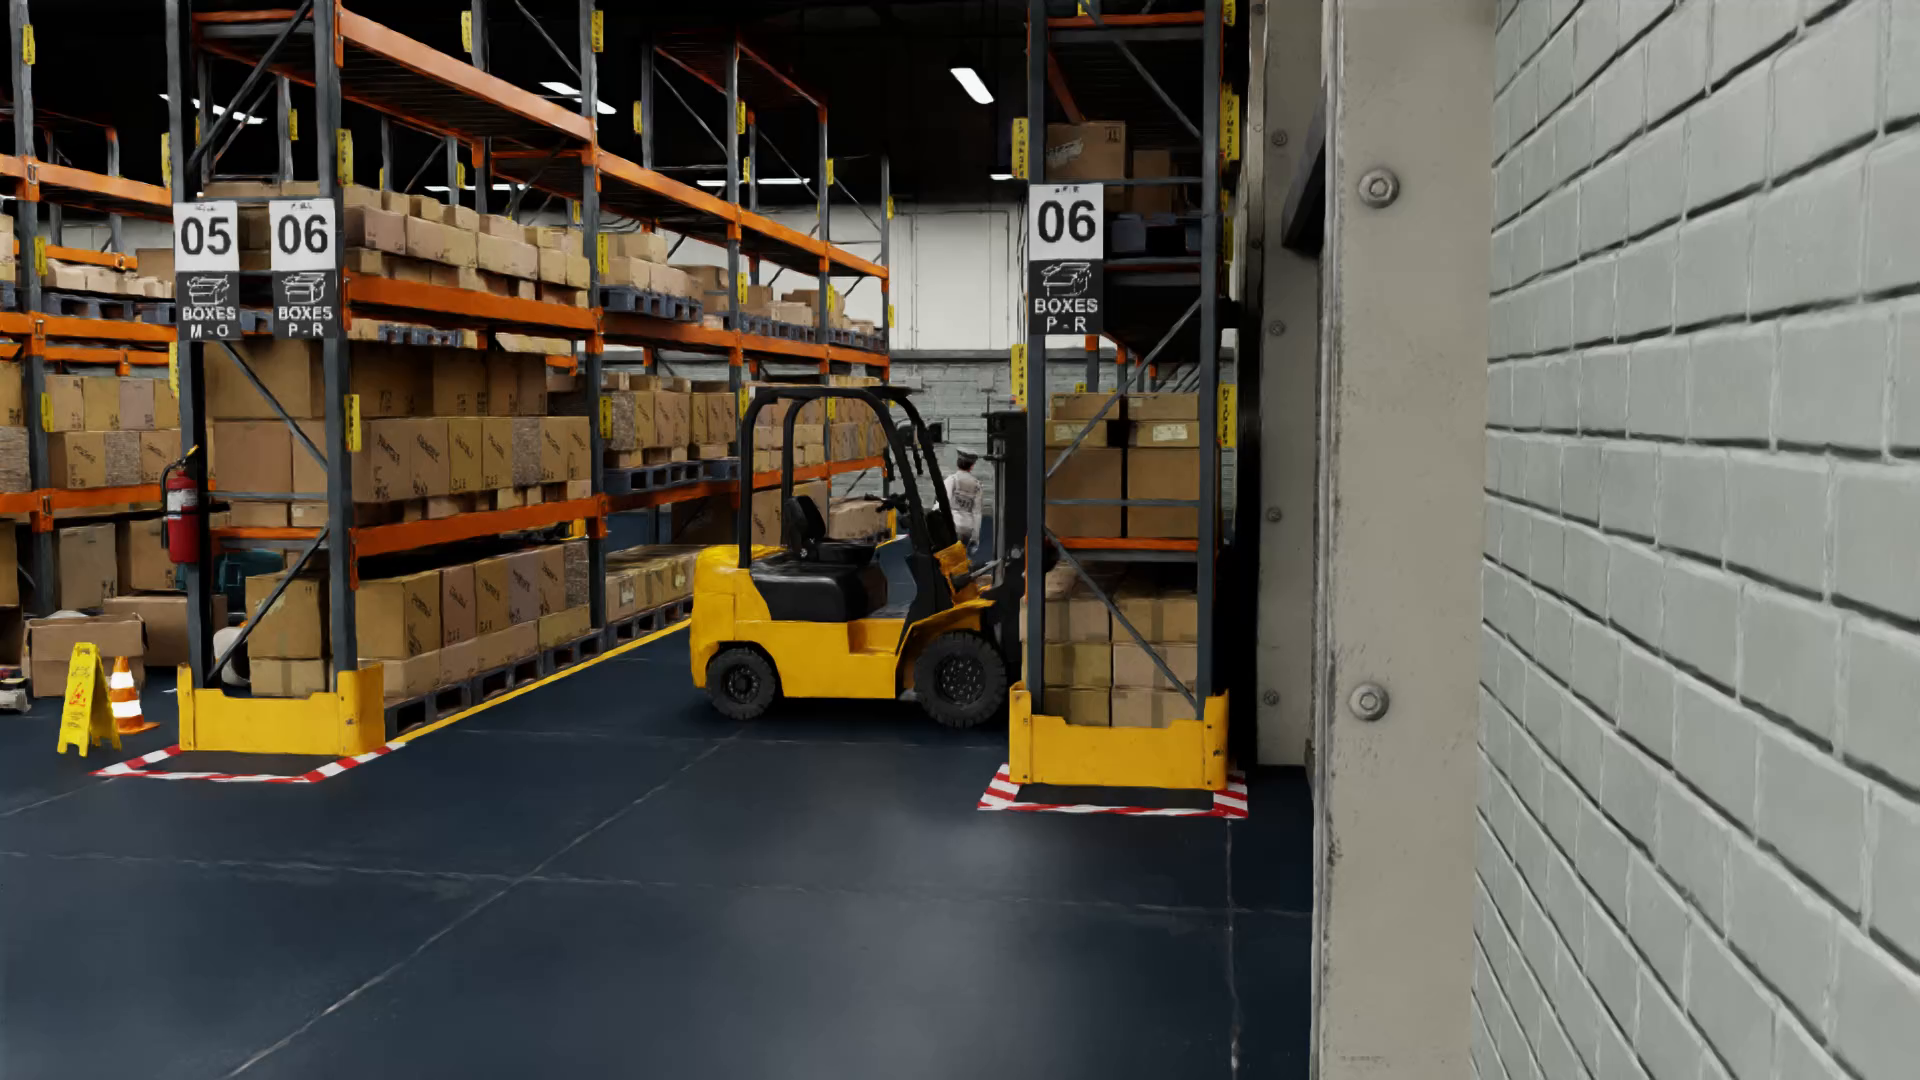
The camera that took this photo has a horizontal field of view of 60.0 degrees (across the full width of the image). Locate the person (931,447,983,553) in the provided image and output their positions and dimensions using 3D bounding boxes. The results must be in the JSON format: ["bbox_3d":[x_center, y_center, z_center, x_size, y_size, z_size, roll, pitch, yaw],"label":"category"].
[{"bbox_3d":[-0.041,-0.059,15.745,0.672,1.639,0.516,3,6,34],"label":"person"}]
